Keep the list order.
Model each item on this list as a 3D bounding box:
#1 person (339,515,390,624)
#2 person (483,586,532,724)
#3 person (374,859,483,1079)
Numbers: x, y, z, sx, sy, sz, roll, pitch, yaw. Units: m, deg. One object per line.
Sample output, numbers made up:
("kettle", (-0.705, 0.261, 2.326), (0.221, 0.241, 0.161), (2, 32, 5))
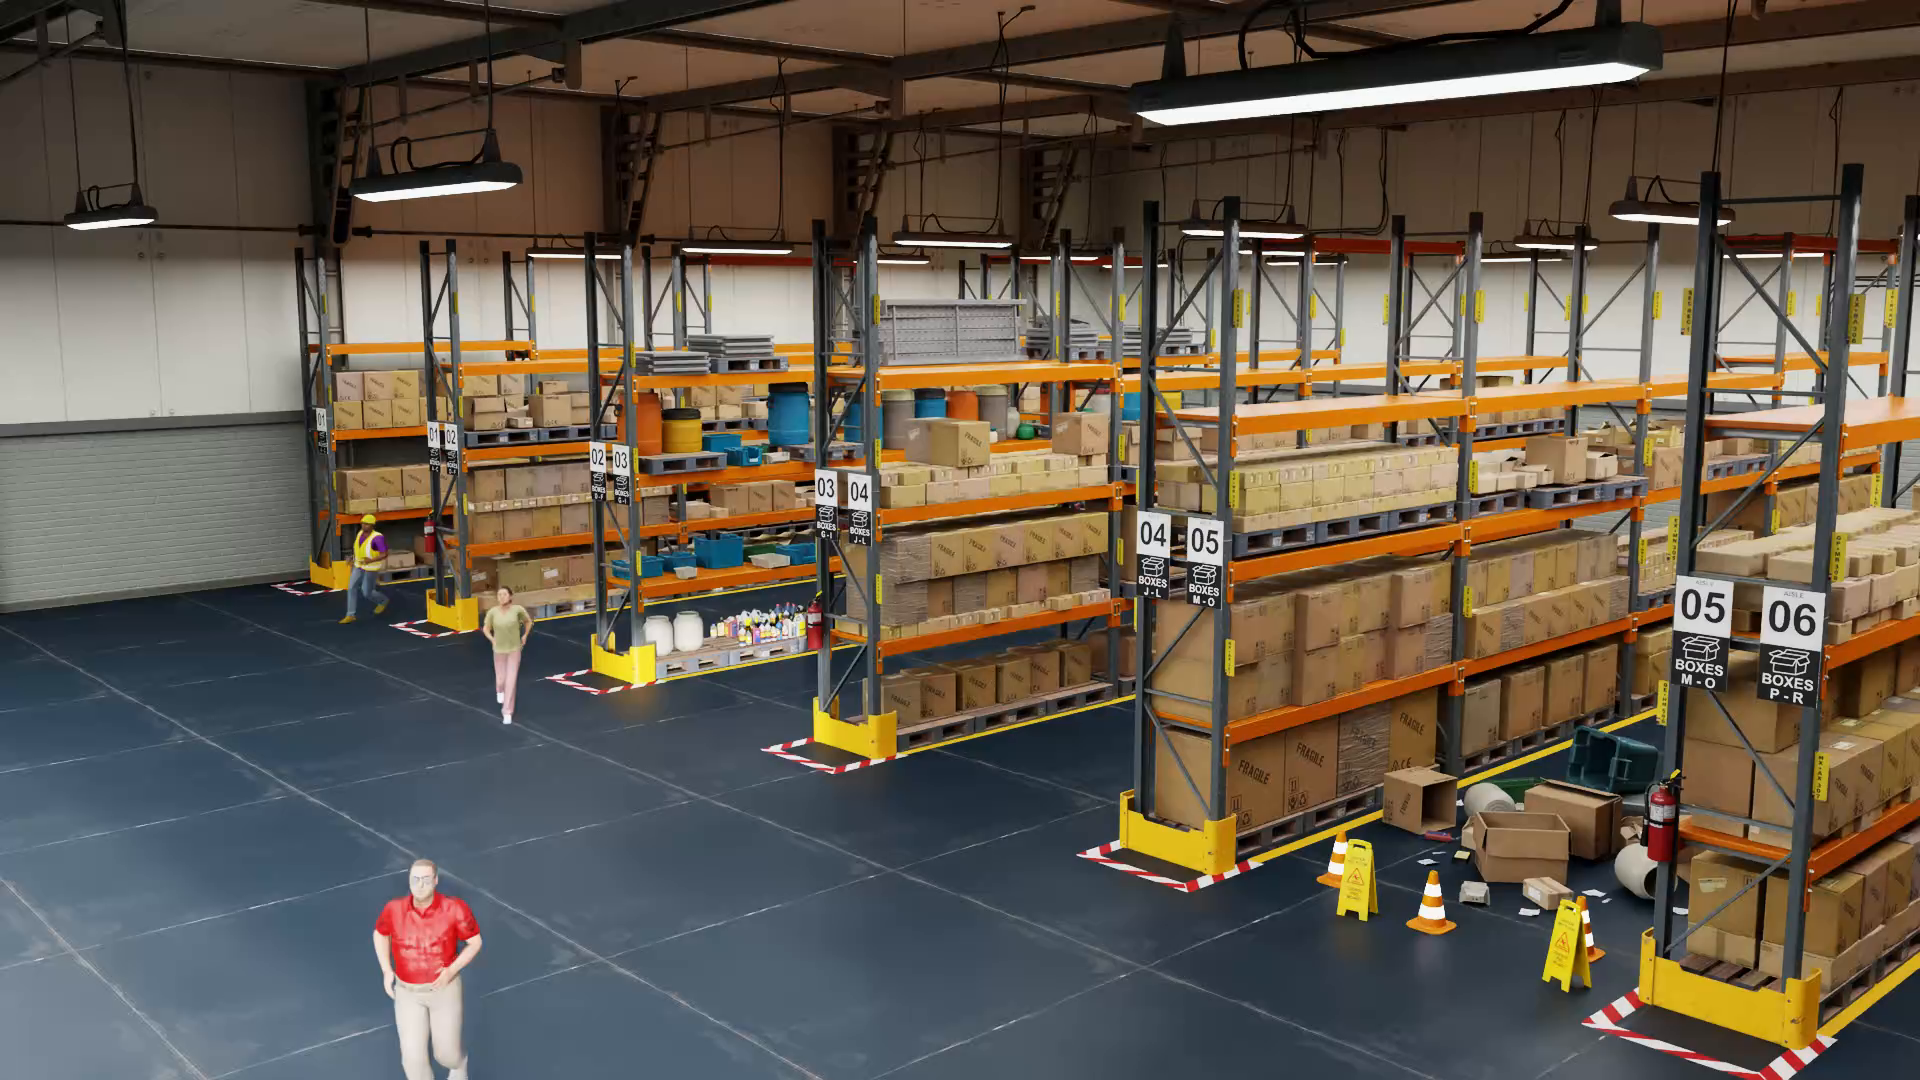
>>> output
("person", (-9.396, 0.442, 26.429), (0.744, 1.729, 0.898), (4, 9, 25))
("person", (-5.565, 1.370, 20.494), (0.587, 1.665, 0.838), (-1, 8, -10))
("person", (-3.311, 2.822, 10.359), (0.670, 1.726, 0.766), (-1, 8, -9))
